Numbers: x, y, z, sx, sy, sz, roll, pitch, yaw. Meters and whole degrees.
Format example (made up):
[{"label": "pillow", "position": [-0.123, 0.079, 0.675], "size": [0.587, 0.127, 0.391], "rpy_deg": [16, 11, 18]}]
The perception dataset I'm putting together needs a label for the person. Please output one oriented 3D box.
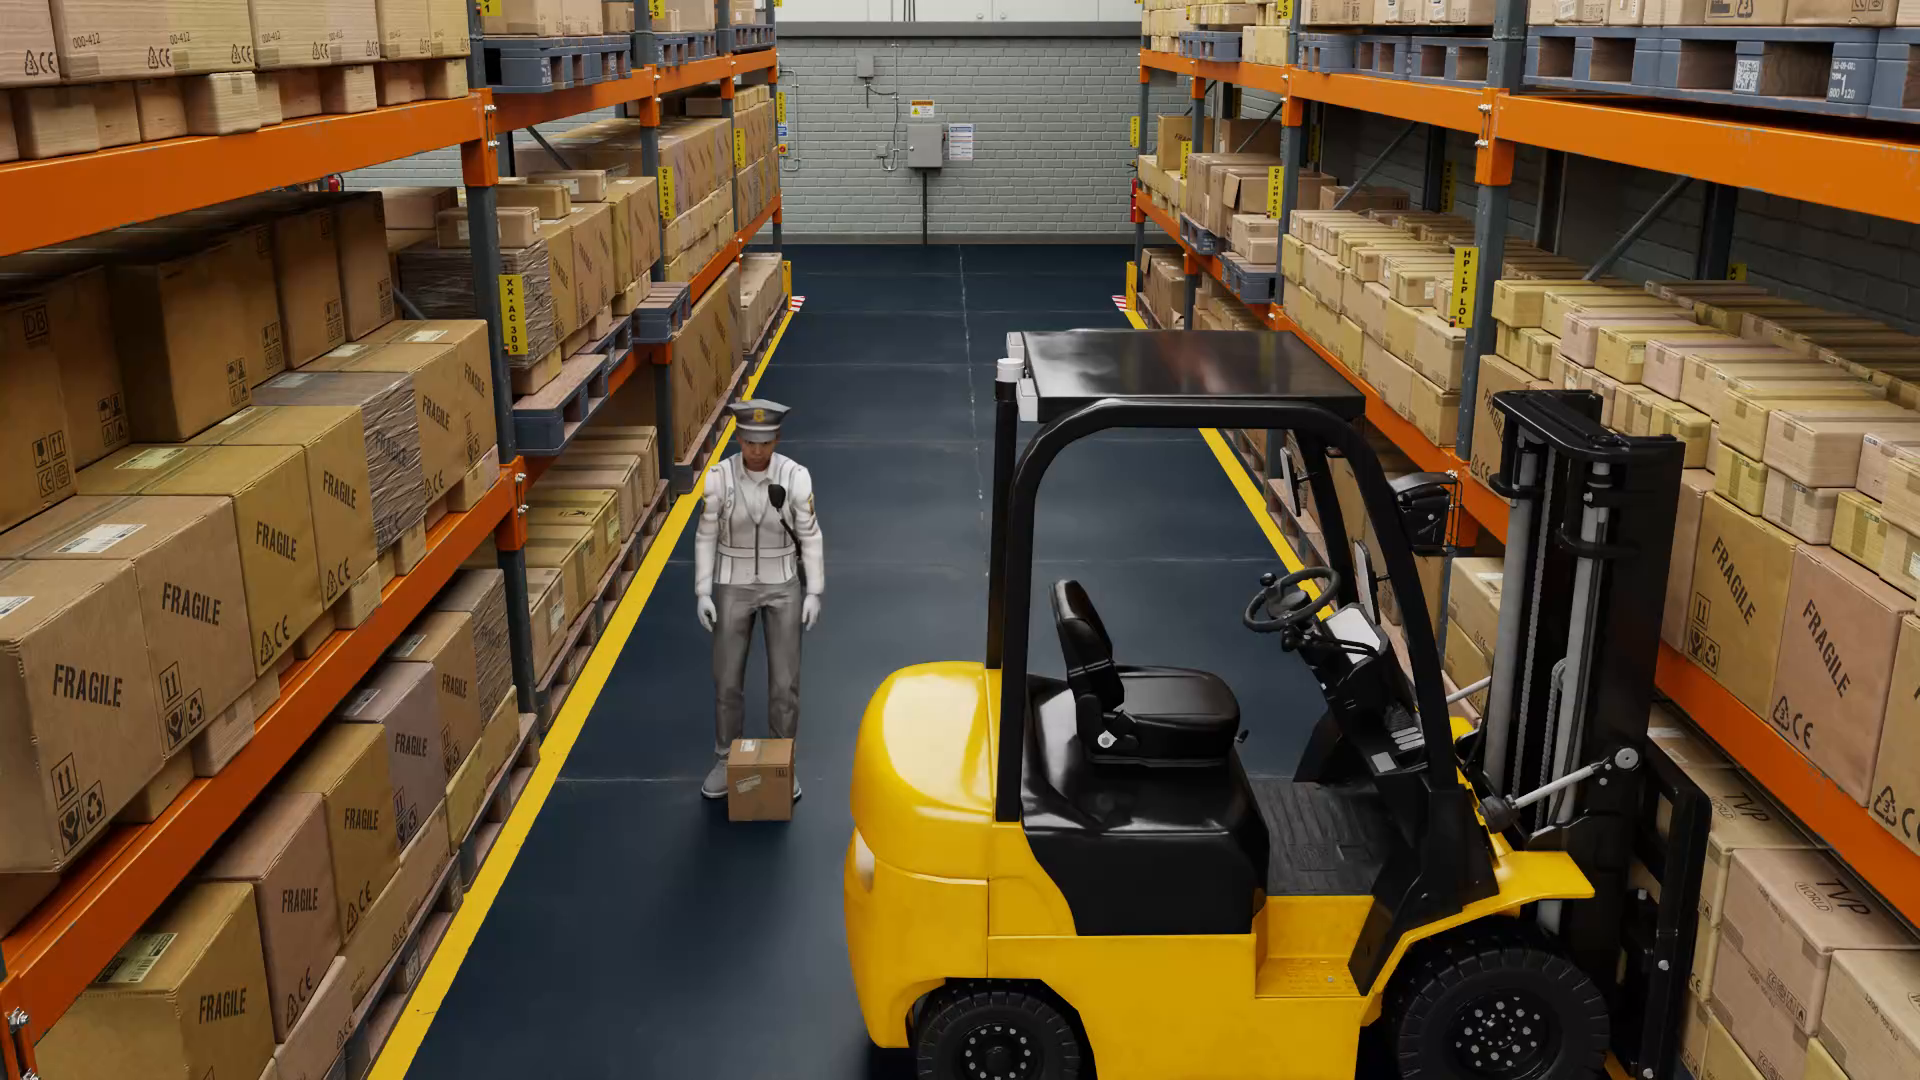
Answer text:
[{"label": "person", "position": [-0.818, 0.241, 6.782], "size": [0.531, 1.653, 0.414], "rpy_deg": [-1, 17, -3]}]
